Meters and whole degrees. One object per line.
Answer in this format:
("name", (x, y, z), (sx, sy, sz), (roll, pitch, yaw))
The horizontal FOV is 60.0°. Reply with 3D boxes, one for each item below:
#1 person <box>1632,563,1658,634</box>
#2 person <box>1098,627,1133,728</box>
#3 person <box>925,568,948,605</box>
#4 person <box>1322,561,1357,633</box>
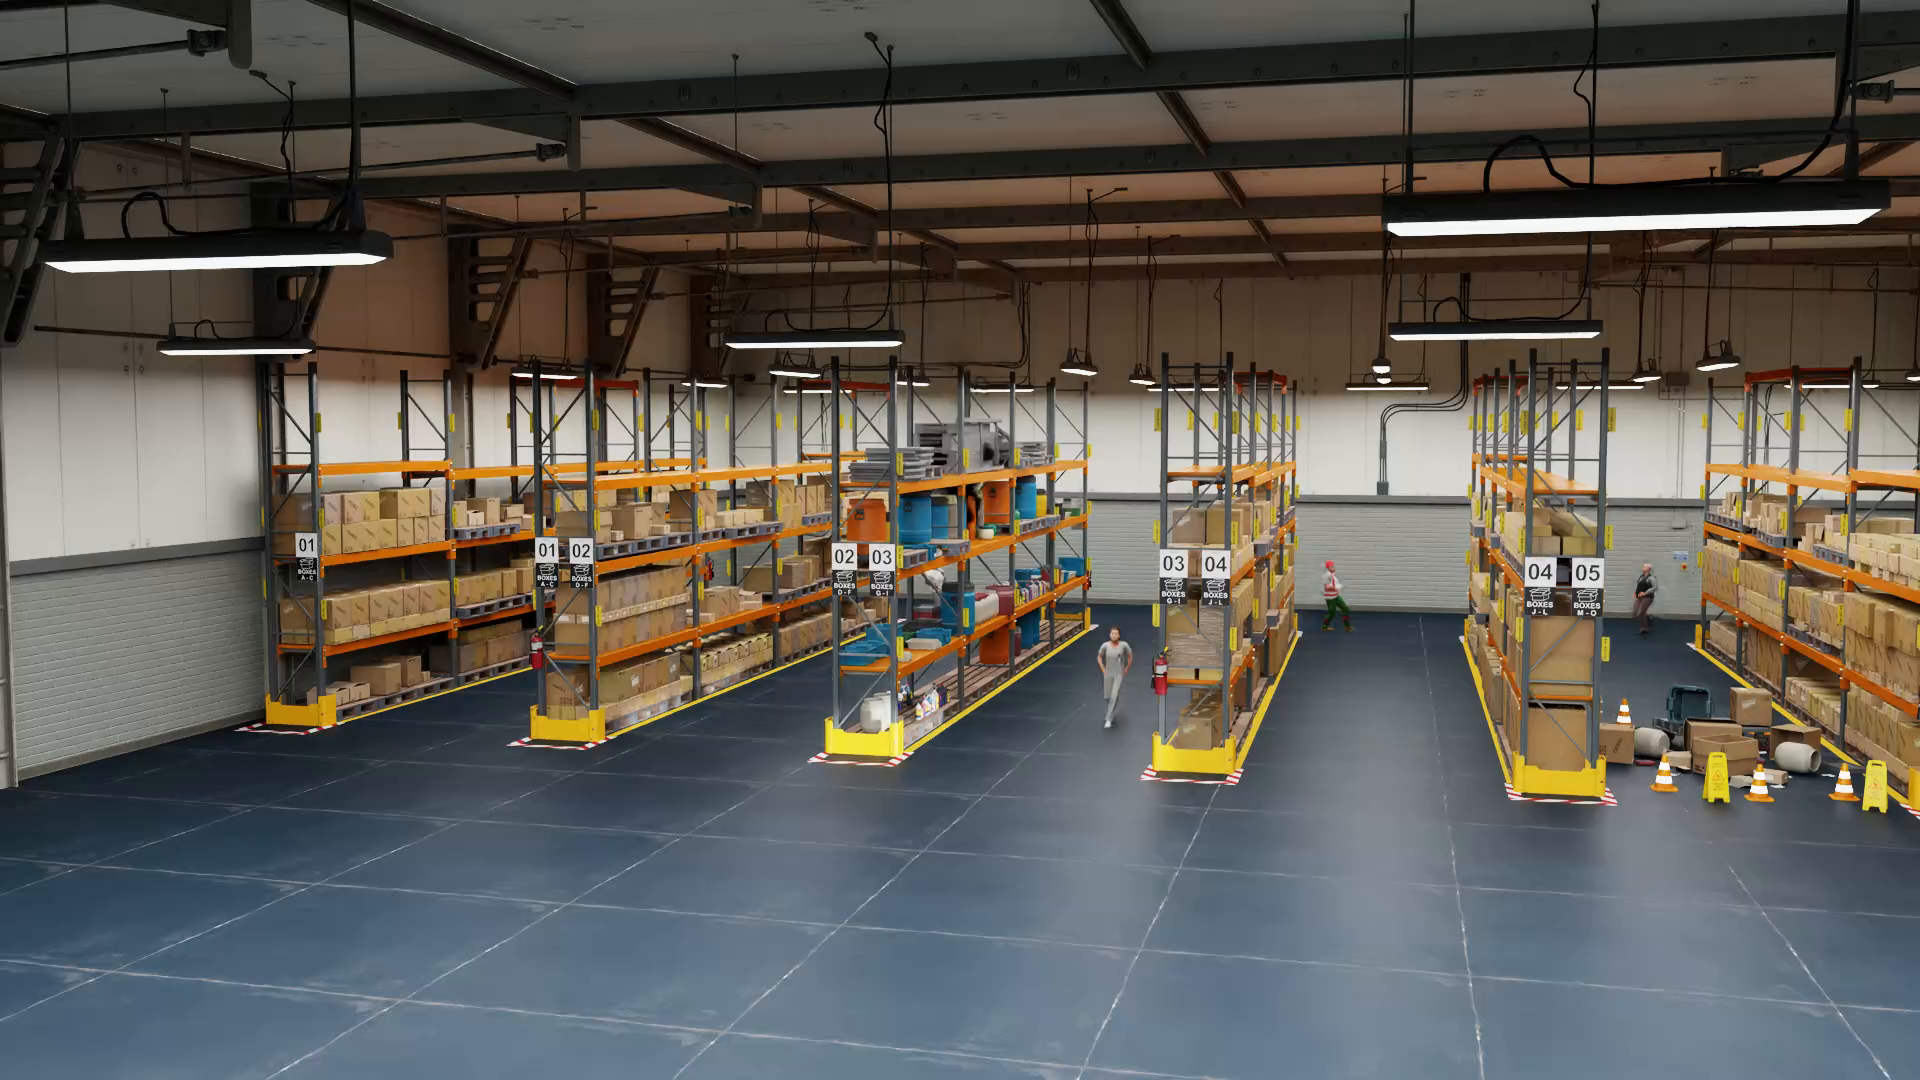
("person", (16.300, 1.394, 39.503), (0.585, 1.676, 0.660), (-1, 4, -9))
("person", (2.578, 2.250, 27.639), (0.589, 1.651, 0.796), (1, 4, 11))
("person", (-0.590, 1.269, 41.598), (0.612, 1.655, 0.631), (-2, 5, -30))
("person", (8.976, 1.355, 39.681), (0.821, 1.717, 0.722), (3, 5, 38))
